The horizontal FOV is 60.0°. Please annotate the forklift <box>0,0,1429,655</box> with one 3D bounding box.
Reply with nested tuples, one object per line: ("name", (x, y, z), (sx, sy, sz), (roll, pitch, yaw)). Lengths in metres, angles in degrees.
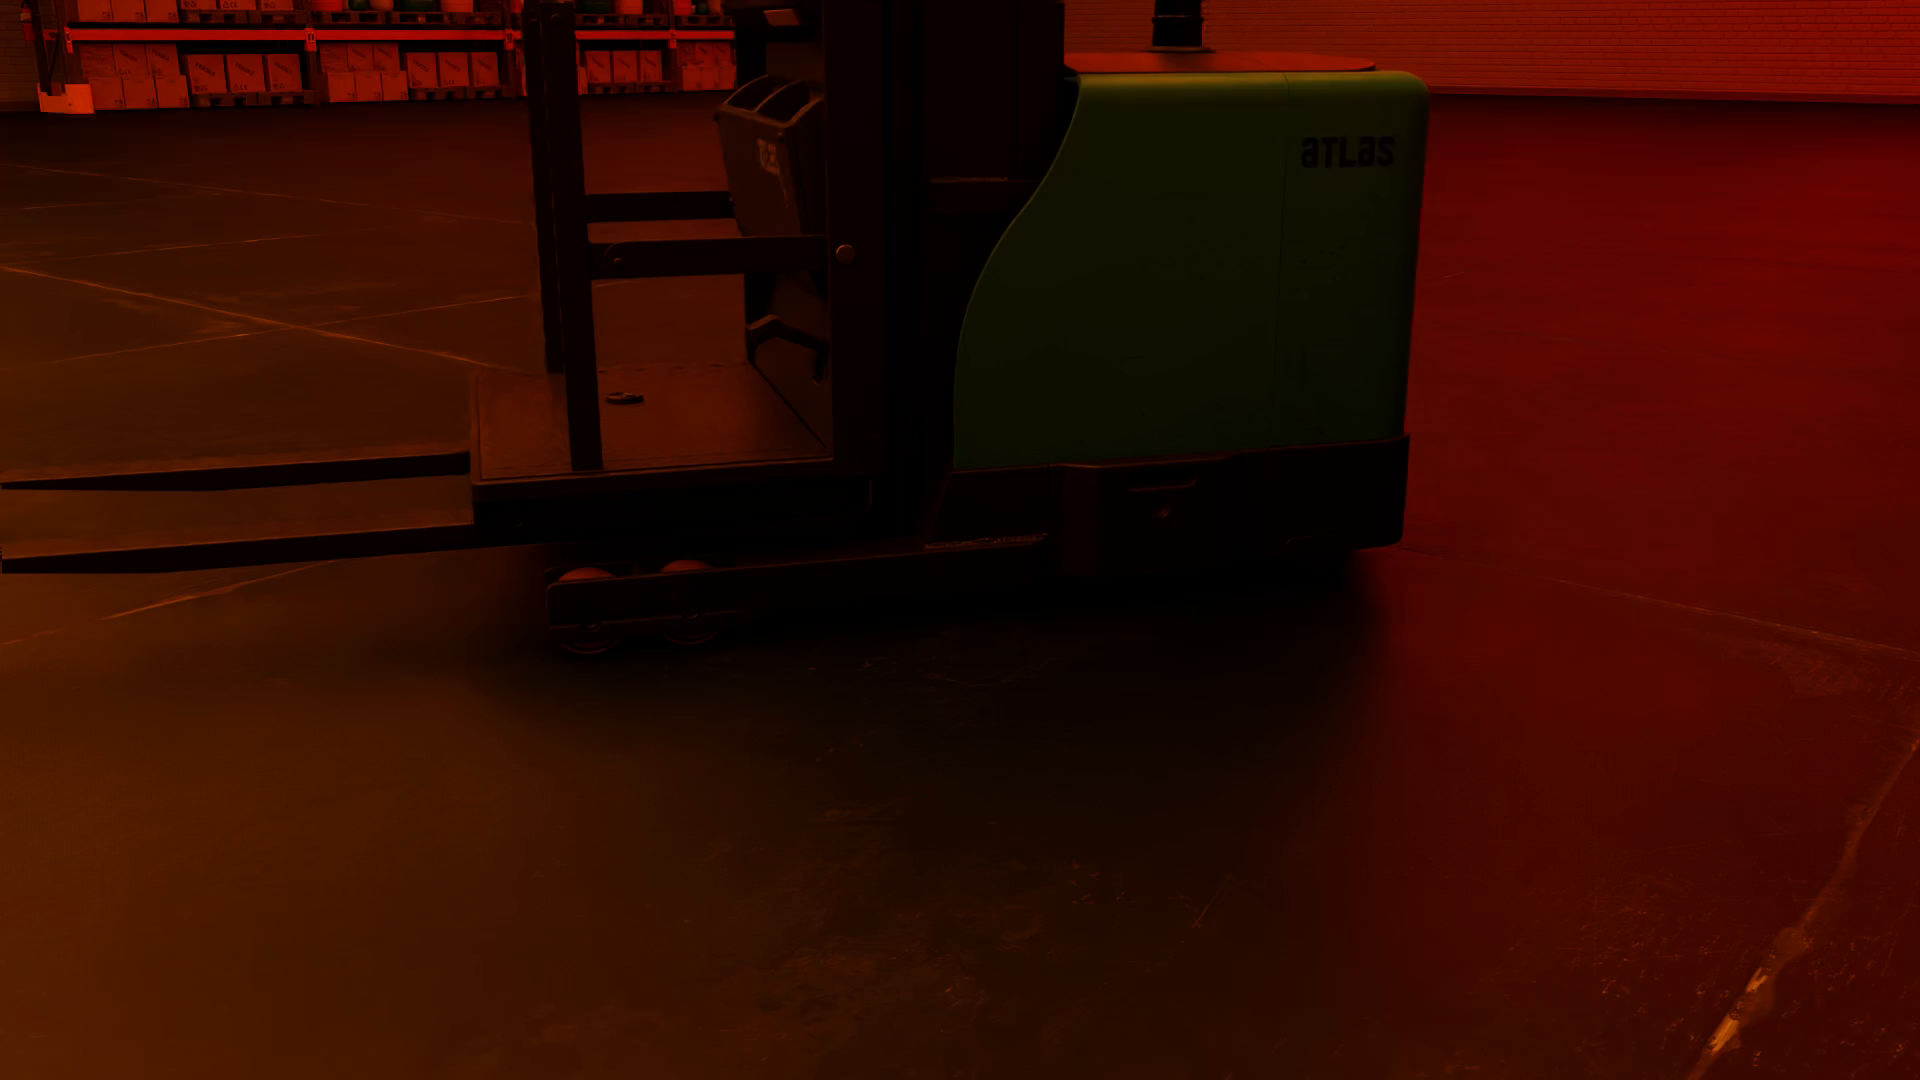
("forklift", (-0.587, -1.351, 3.347), (3.031, 2.935, 1.130), (-5, 18, -15))
